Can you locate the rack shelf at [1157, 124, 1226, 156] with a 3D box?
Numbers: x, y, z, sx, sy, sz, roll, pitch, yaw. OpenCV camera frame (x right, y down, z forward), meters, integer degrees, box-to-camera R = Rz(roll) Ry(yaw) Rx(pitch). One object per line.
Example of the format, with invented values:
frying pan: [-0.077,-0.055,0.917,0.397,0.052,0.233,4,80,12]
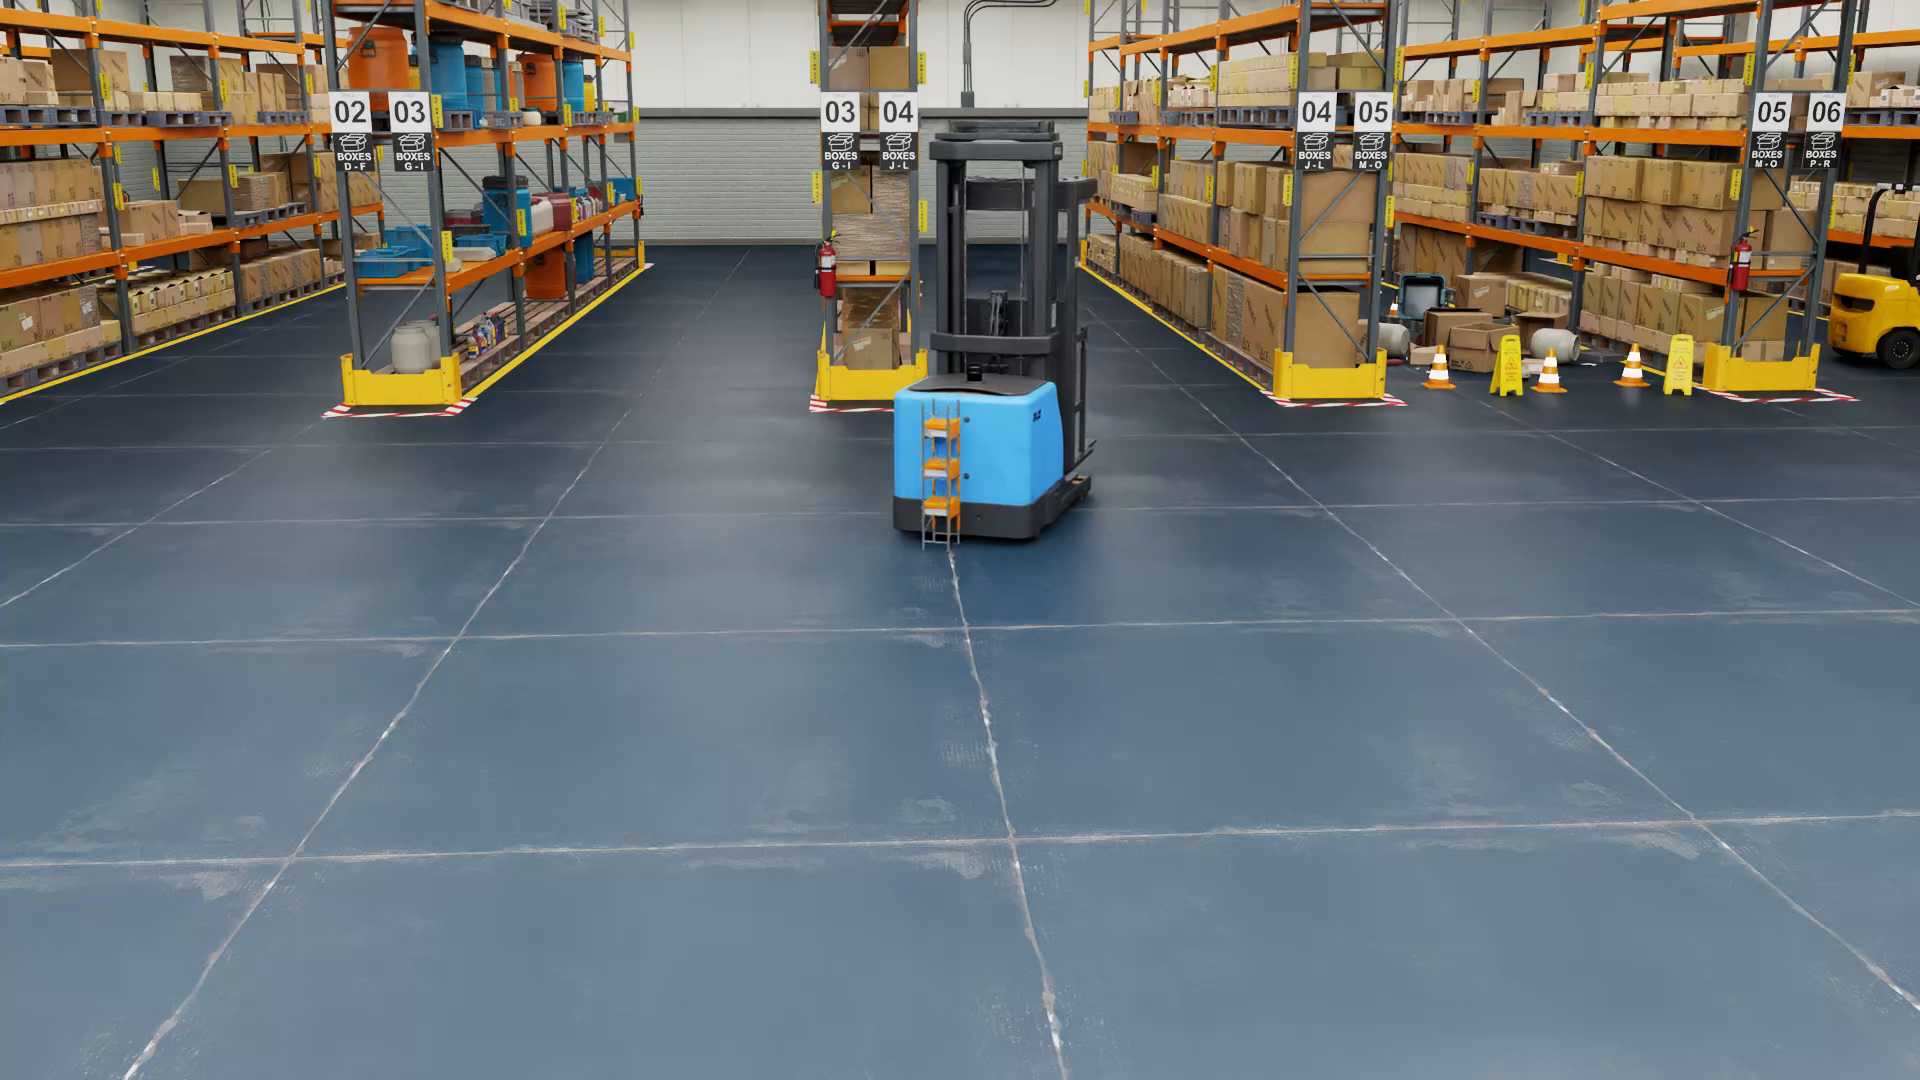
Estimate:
rack shelf: [3.646,-5.631,23.315,1.077,0.370,4.000,-1,14,-3]

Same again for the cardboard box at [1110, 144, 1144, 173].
cardboard box: [2.975,-6.808,29.663,0.500,0.500,0.500,-1,14,-5]

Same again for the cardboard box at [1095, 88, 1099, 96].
cardboard box: [2.775,-8.552,31.723,0.380,0.149,0.250,-1,14,-3]

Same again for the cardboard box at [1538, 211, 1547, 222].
cardboard box: [8.327,-4.529,23.270,0.380,0.149,0.250,-1,14,-3]

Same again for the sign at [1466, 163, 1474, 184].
sign: [7.903,-5.677,25.747,0.100,0.325,0.005,-1,14,-3]

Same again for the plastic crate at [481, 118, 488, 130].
plastic crate: [-5.627,-4.833,19.301,0.243,0.136,0.396,-1,14,-3]

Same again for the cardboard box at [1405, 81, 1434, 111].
cardboard box: [7.974,-7.601,28.486,0.500,0.500,0.500,-1,14,-4]

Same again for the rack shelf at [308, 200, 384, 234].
rack shelf: [-11.694,-5.964,30.631,1.077,0.370,4.000,-1,14,-3]

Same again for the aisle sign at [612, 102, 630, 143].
aisle sign: [-6.586,-8.167,32.532,0.394,0.787,0.004,-1,14,-3]

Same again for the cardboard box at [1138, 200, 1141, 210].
cardboard box: [3.019,-5.283,26.201,0.380,0.149,0.250,-1,14,-4]

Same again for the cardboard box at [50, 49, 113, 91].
cardboard box: [-11.073,-5.926,20.973,0.500,0.500,0.500,-1,14,-3]

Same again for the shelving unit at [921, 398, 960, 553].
shelving unit: [-0.134,-0.453,11.681,0.215,1.050,0.252,4,15,16]

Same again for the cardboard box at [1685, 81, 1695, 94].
cardboard box: [8.662,-5.251,19.299,0.380,0.149,0.250,-1,14,-5]

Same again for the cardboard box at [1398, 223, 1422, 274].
cardboard box: [8.327,-5.142,29.412,0.875,0.875,0.875,0,14,-2]

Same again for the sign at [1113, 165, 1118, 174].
sign: [2.733,-6.428,29.251,0.100,0.325,0.005,-1,14,-3]

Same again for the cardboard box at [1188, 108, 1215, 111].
cardboard box: [3.752,-6.671,25.714,0.500,0.500,0.500,-1,14,-3]

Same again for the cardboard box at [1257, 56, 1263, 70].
cardboard box: [3.580,-5.398,18.828,0.380,0.149,0.250,-1,14,-4]

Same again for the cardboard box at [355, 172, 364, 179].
cardboard box: [-11.447,-6.982,30.935,0.500,0.500,0.500,0,14,-2]

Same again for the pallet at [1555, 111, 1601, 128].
pallet: [8.772,-5.648,22.314,1.213,0.211,1.003,-1,14,-3]

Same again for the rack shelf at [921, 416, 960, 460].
rack shelf: [-0.134,-0.718,11.613,0.215,0.259,0.240,4,15,16]

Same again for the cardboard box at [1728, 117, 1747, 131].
cardboard box: [8.651,-4.551,18.180,0.380,0.149,0.250,-1,14,-3]

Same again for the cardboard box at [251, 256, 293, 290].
cardboard box: [-11.167,-4.325,26.951,0.500,0.500,0.500,-1,14,-5]

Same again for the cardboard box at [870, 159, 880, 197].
cardboard box: [-0.822,-4.298,19.907,0.500,0.500,0.500,-1,14,-3]

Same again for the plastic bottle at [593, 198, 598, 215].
plastic bottle: [-6.219,-5.684,28.334,0.061,0.283,0.133,-1,14,-3]

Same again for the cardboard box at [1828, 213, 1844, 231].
cardboard box: [13.259,-4.763,24.820,0.500,0.250,0.500,-1,14,-5]

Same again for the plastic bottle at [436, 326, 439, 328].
plastic bottle: [-6.310,-2.444,20.088,0.152,0.276,0.135,-1,14,-3]

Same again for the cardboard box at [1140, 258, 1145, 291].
cardboard box: [3.192,-4.306,26.914,0.500,0.500,0.500,0,14,-1]

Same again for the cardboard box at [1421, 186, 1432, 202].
cardboard box: [8.053,-5.795,27.828,0.500,0.250,0.500,-1,14,-5]

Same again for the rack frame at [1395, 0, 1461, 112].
rack frame: [8.208,-9.026,29.046,1.000,3.000,0.127,-1,14,-3]

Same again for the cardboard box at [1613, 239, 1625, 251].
cardboard box: [8.498,-3.736,21.031,0.380,0.149,0.250,0,14,-2]

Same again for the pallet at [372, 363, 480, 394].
pallet: [-5.979,-1.776,18.507,1.003,0.211,1.213,-1,14,-3]

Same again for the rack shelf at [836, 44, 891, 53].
rack shelf: [-1.559,-7.833,26.658,1.077,0.370,4.000,-1,14,-3]

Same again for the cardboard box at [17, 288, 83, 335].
cardboard box: [-10.773,-2.700,19.670,0.500,0.500,0.500,-1,14,-3]

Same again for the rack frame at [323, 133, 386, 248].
rack frame: [-11.818,-6.810,32.475,1.000,3.000,0.127,-1,14,-3]

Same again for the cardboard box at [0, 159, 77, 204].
cardboard box: [-11.008,-4.267,19.785,0.700,0.500,0.500,-1,14,-4]

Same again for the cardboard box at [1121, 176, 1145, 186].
cardboard box: [2.906,-6.025,27.890,0.380,0.149,0.250,-1,14,-4]

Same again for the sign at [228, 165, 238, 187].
sign: [-10.768,-5.391,24.634,0.100,0.325,0.005,-1,14,-3]

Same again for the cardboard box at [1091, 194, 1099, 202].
cardboard box: [2.740,-6.676,32.457,0.380,0.149,0.250,-1,14,-5]

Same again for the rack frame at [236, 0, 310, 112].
rack frame: [-11.570,-8.721,27.861,1.000,3.000,0.127,-1,14,-3]

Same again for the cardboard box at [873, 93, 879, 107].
cardboard box: [-0.725,-4.628,17.475,0.380,0.149,0.250,-1,14,-4]

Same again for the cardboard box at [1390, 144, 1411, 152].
cardboard box: [7.872,-7.039,29.854,0.380,0.149,0.250,-1,14,-5]

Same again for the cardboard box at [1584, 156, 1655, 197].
cardboard box: [8.515,-4.695,21.449,0.700,0.500,0.500,-1,14,-4]

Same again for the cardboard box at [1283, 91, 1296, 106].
cardboard box: [3.659,-4.695,17.694,0.380,0.149,0.250,-1,14,-4]

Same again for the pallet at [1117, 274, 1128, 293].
pallet: [3.324,-4.475,28.994,1.003,0.211,1.213,-1,14,-3]

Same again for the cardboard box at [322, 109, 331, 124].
cardboard box: [-11.380,-7.445,29.222,0.500,0.250,0.500,-1,14,-3]

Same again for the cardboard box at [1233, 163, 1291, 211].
cardboard box: [3.805,-4.261,20.100,0.875,0.550,0.550,-1,14,-3]

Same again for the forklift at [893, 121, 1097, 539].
forklift: [0.427,-1.751,12.949,1.130,2.935,3.031,4,15,16]

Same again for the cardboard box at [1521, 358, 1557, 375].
cardboard box: [6.855,-2.050,19.695,0.380,0.149,0.250,7,16,26]

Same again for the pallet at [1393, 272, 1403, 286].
pallet: [8.331,-4.579,29.400,1.003,0.211,1.213,-1,14,-3]

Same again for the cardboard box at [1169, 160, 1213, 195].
cardboard box: [3.540,-5.445,24.961,0.700,0.500,0.500,-1,14,-4]

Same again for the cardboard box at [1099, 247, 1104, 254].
cardboard box: [2.886,-5.588,32.005,0.380,0.149,0.250,-2,15,-6]

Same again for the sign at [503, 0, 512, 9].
sign: [-5.581,-6.711,20.470,0.100,0.325,0.005,-1,14,-3]

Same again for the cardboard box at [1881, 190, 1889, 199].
cardboard box: [13.316,-4.907,23.577,0.380,0.149,0.250,-1,14,-5]

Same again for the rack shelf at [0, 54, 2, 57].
rack shelf: [-16.390,-7.604,25.766,1.077,0.370,4.000,-1,14,-3]

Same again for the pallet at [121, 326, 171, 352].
pallet: [-11.159,-2.658,21.933,1.003,0.211,1.213,-1,14,-3]
